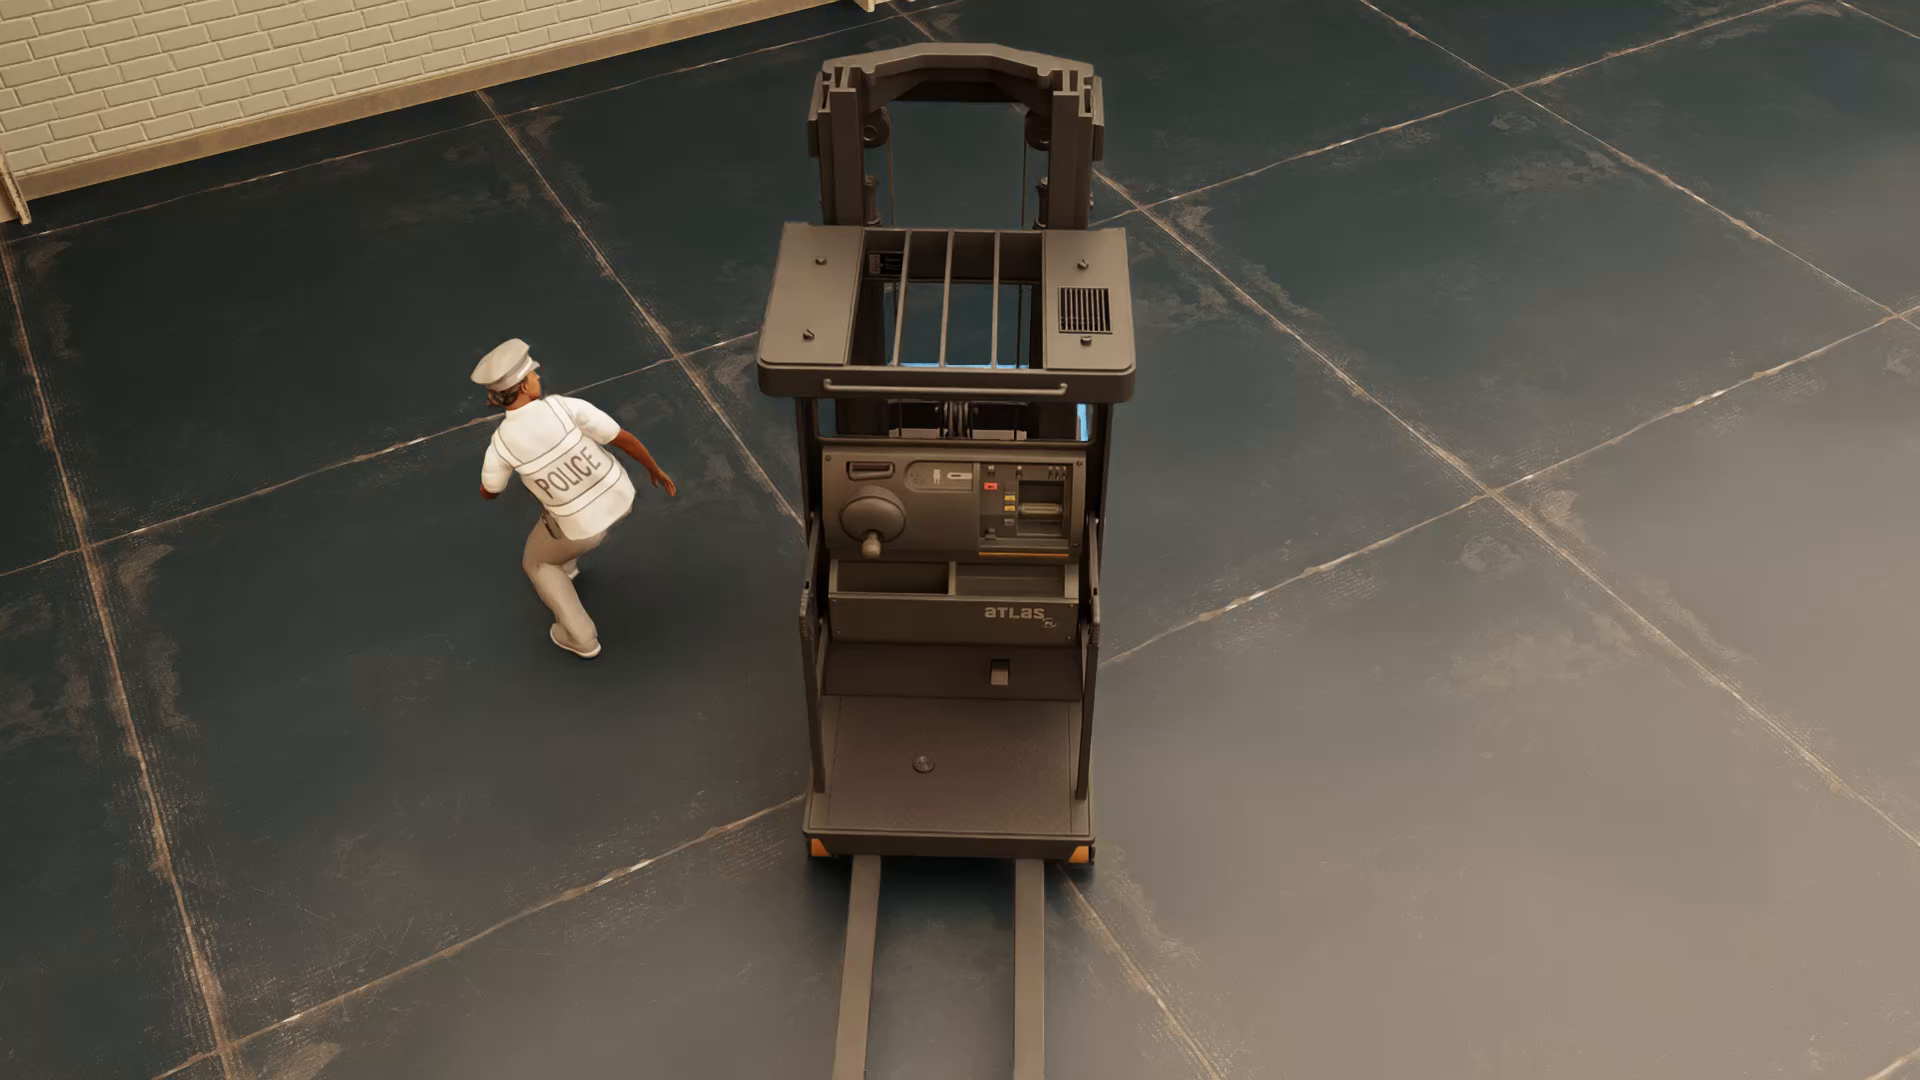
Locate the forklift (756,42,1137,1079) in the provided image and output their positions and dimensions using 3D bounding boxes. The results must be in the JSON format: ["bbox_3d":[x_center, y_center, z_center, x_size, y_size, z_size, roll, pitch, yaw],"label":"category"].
[{"bbox_3d":[-0.028,-0.040,5.741,1.130,2.935,3.031,1,43,1],"label":"forklift"}]

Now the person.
[{"bbox_3d":[-1.678,-0.243,7.046,0.683,1.489,0.722,-33,52,-30],"label":"person"}]
